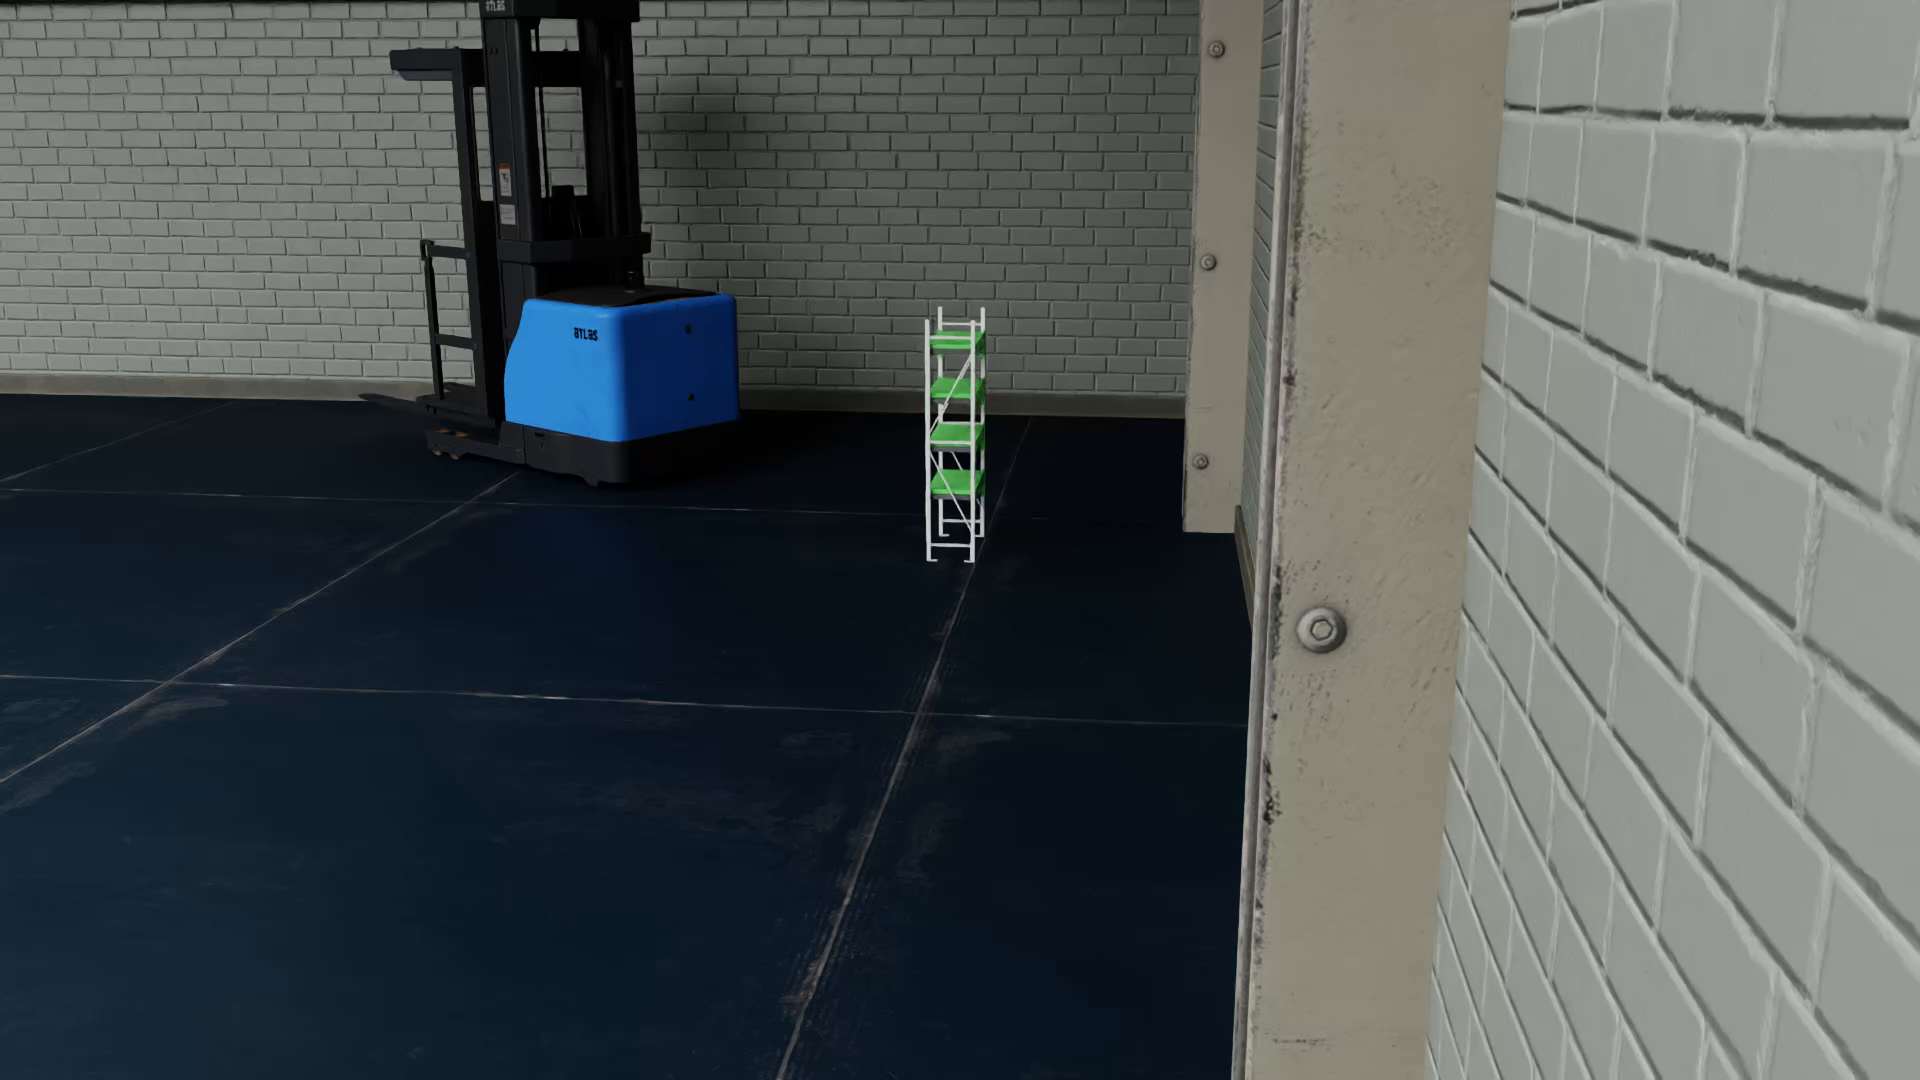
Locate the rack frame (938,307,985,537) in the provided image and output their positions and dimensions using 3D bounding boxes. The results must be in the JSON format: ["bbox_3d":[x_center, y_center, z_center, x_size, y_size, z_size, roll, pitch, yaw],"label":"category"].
[{"bbox_3d":[0.009,-0.600,8.581,0.240,1.200,0.015,2,15,6],"label":"rack frame"}]

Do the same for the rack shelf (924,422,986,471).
[{"bbox_3d":[-0.019,-0.475,8.363,0.258,0.148,0.480,2,15,6],"label":"rack shelf"}]

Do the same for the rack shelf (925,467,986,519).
[{"bbox_3d":[-0.019,-0.243,8.426,0.258,0.148,0.480,2,15,6],"label":"rack shelf"}]

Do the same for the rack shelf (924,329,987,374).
[{"bbox_3d":[-0.019,-0.938,8.238,0.258,0.148,0.480,2,15,6],"label":"rack shelf"}]

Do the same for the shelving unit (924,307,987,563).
[{"bbox_3d":[-0.019,-0.536,8.347,0.258,1.200,0.503,2,15,6],"label":"shelving unit"}]

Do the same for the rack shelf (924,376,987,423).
[{"bbox_3d":[-0.019,-0.706,8.301,0.258,0.148,0.480,2,15,6],"label":"rack shelf"}]

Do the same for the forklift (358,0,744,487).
[{"bbox_3d":[-2.796,-2.019,10.515,3.031,2.935,1.130,12,19,38],"label":"forklift"}]

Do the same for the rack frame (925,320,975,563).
[{"bbox_3d":[-0.046,-0.473,8.113,0.240,1.200,0.015,2,15,6],"label":"rack frame"}]

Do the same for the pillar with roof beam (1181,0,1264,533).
[{"bbox_3d":[-2.920,-4.563,8.296,9.100,9.000,0.400,2,15,6],"label":"pillar with roof beam"}]
